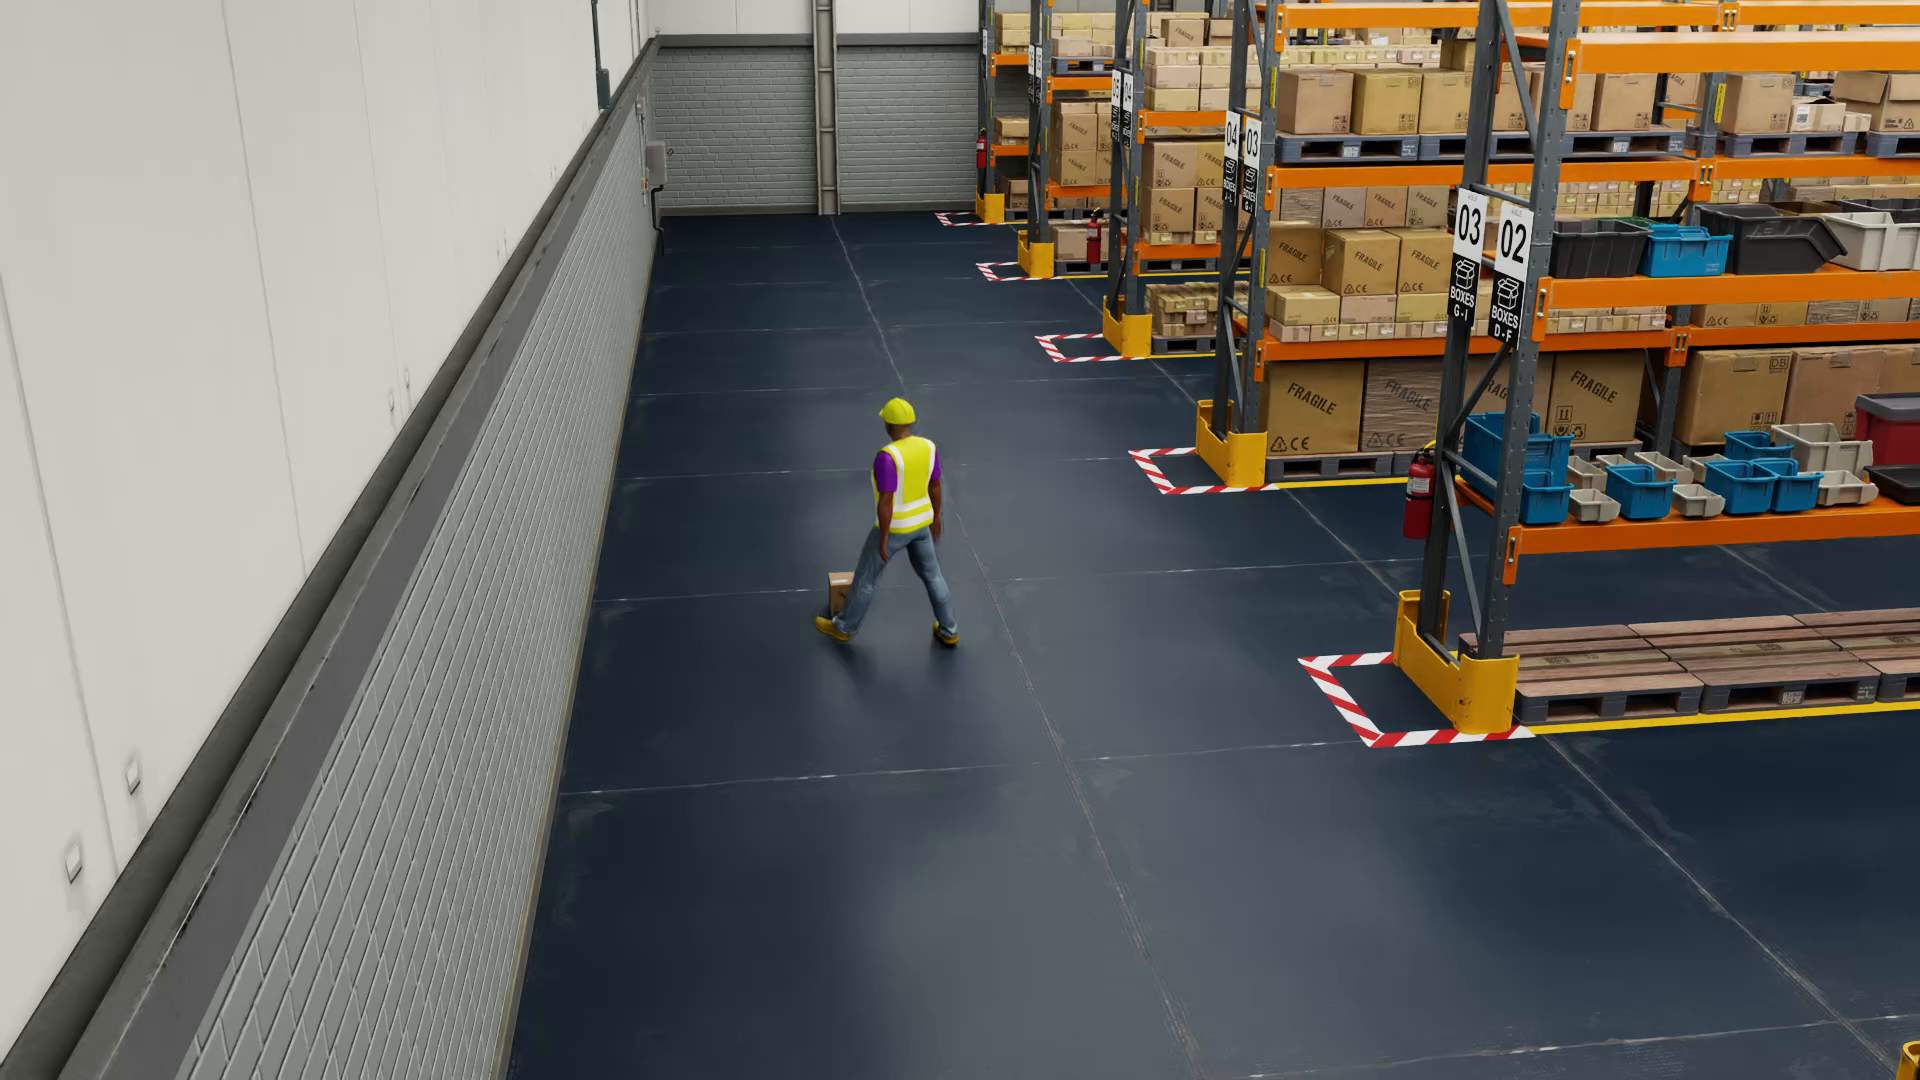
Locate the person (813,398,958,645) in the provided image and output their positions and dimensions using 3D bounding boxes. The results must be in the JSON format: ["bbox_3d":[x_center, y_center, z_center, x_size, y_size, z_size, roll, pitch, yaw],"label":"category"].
[{"bbox_3d":[-0.487,-0.126,11.372,0.847,1.728,0.764,18,27,41],"label":"person"}]
